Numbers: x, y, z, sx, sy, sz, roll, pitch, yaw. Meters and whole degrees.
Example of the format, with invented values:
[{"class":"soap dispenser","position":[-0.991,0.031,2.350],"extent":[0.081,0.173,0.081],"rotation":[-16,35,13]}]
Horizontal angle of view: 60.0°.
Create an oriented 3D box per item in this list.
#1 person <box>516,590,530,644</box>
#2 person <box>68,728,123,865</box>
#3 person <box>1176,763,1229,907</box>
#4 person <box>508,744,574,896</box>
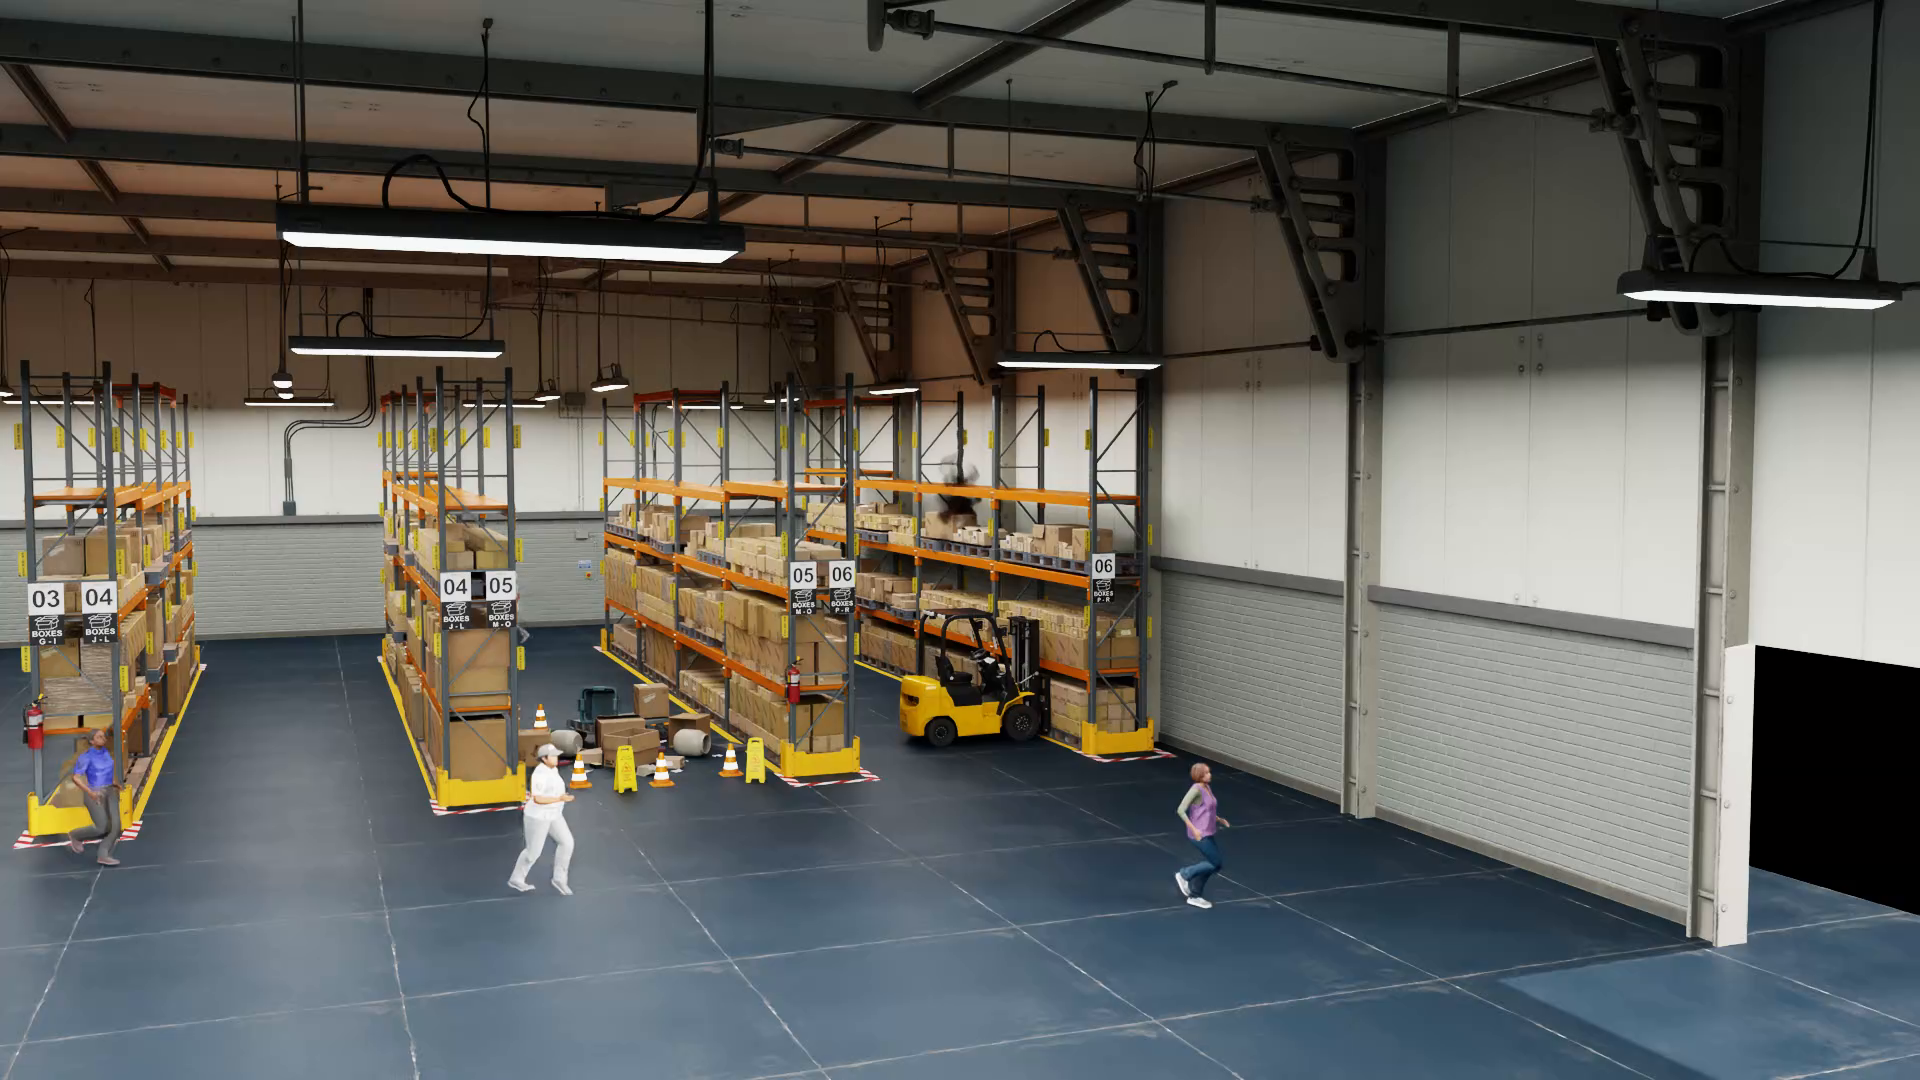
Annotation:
[{"class":"person","position":[-10.771,1.713,39.822],"extent":[0.995,1.791,0.694],"rotation":[-2,4,-25]},{"class":"person","position":[-10.187,3.022,19.610],"extent":[0.601,1.614,0.579],"rotation":[1,4,14]},{"class":"person","position":[2.602,3.161,17.804],"extent":[0.539,1.558,0.542],"rotation":[2,4,28]},{"class":"person","position":[-4.567,3.089,18.273],"extent":[0.800,1.702,0.551],"rotation":[1,4,15]}]
